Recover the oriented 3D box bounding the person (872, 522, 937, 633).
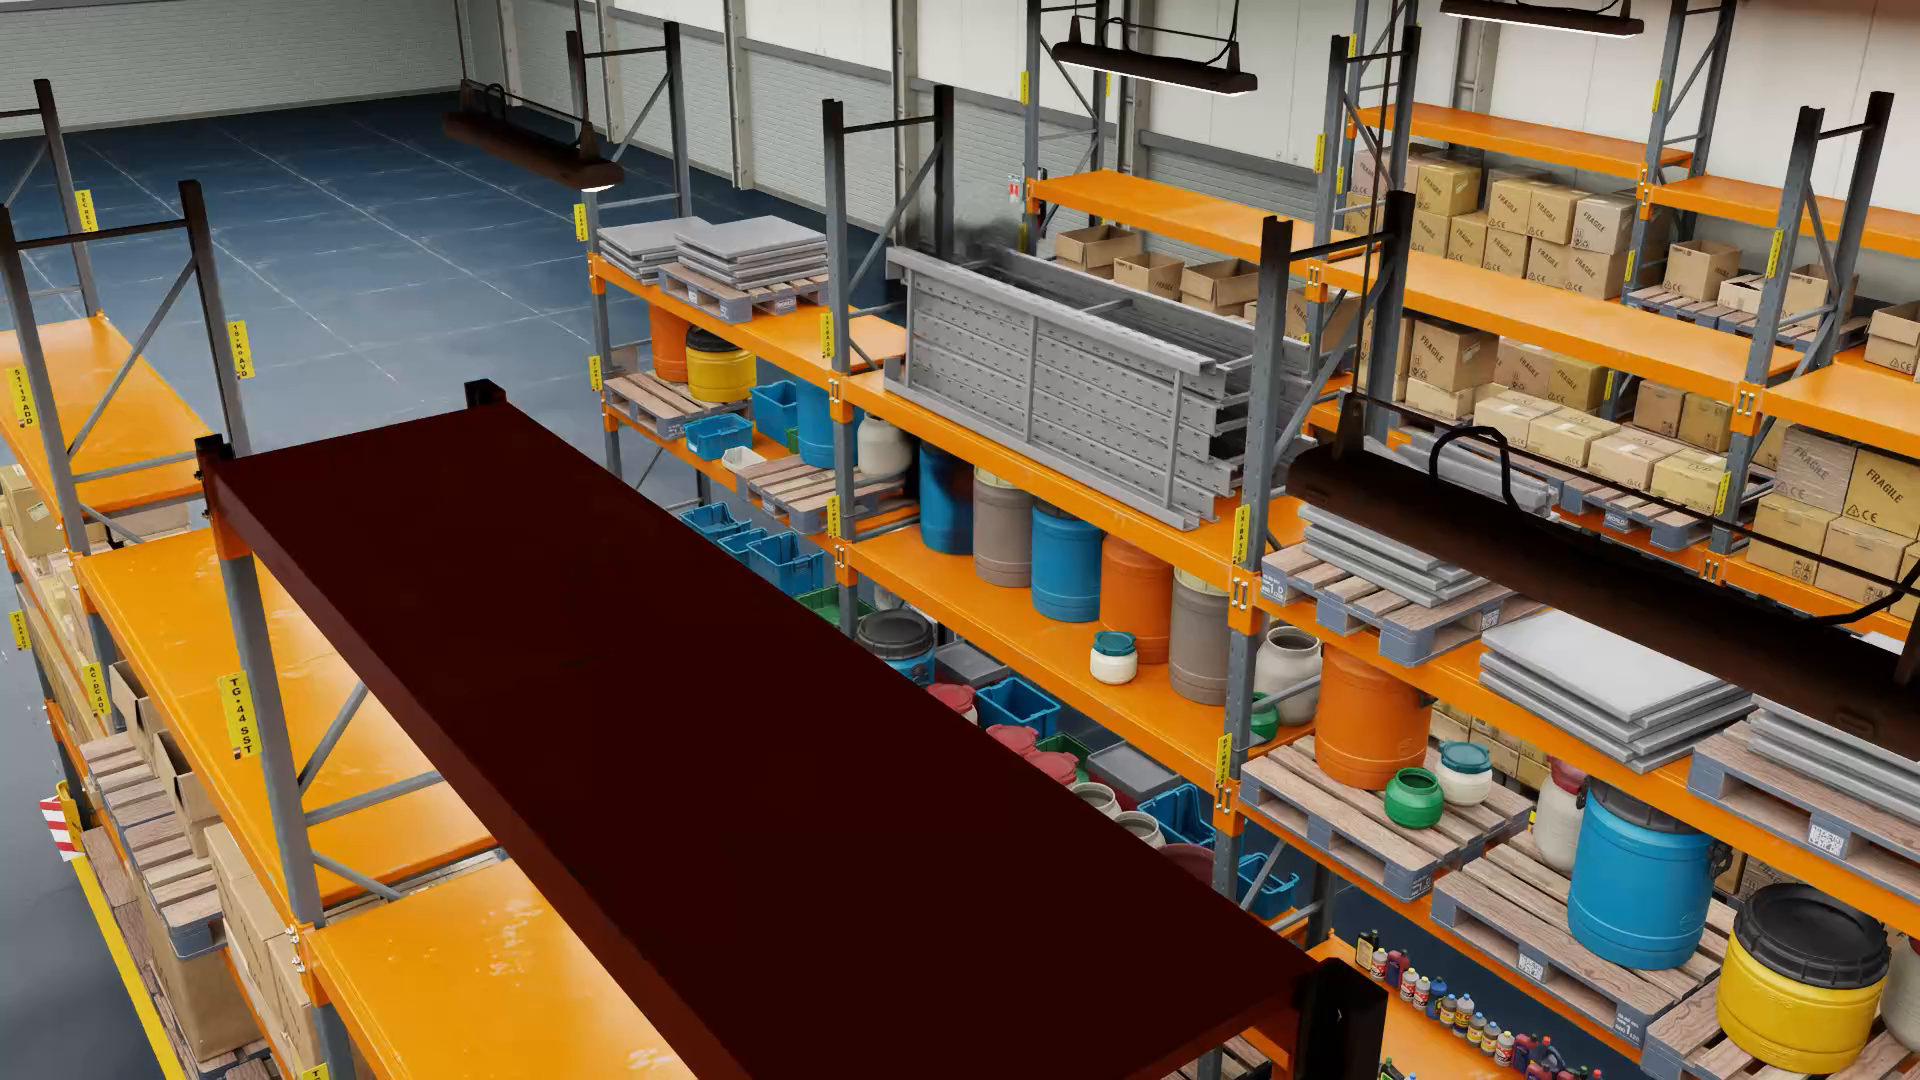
[{"bbox_3d":[-0.580,0.252,16.477,0.900,1.665,0.594,22,33,39],"label":"person"}]
